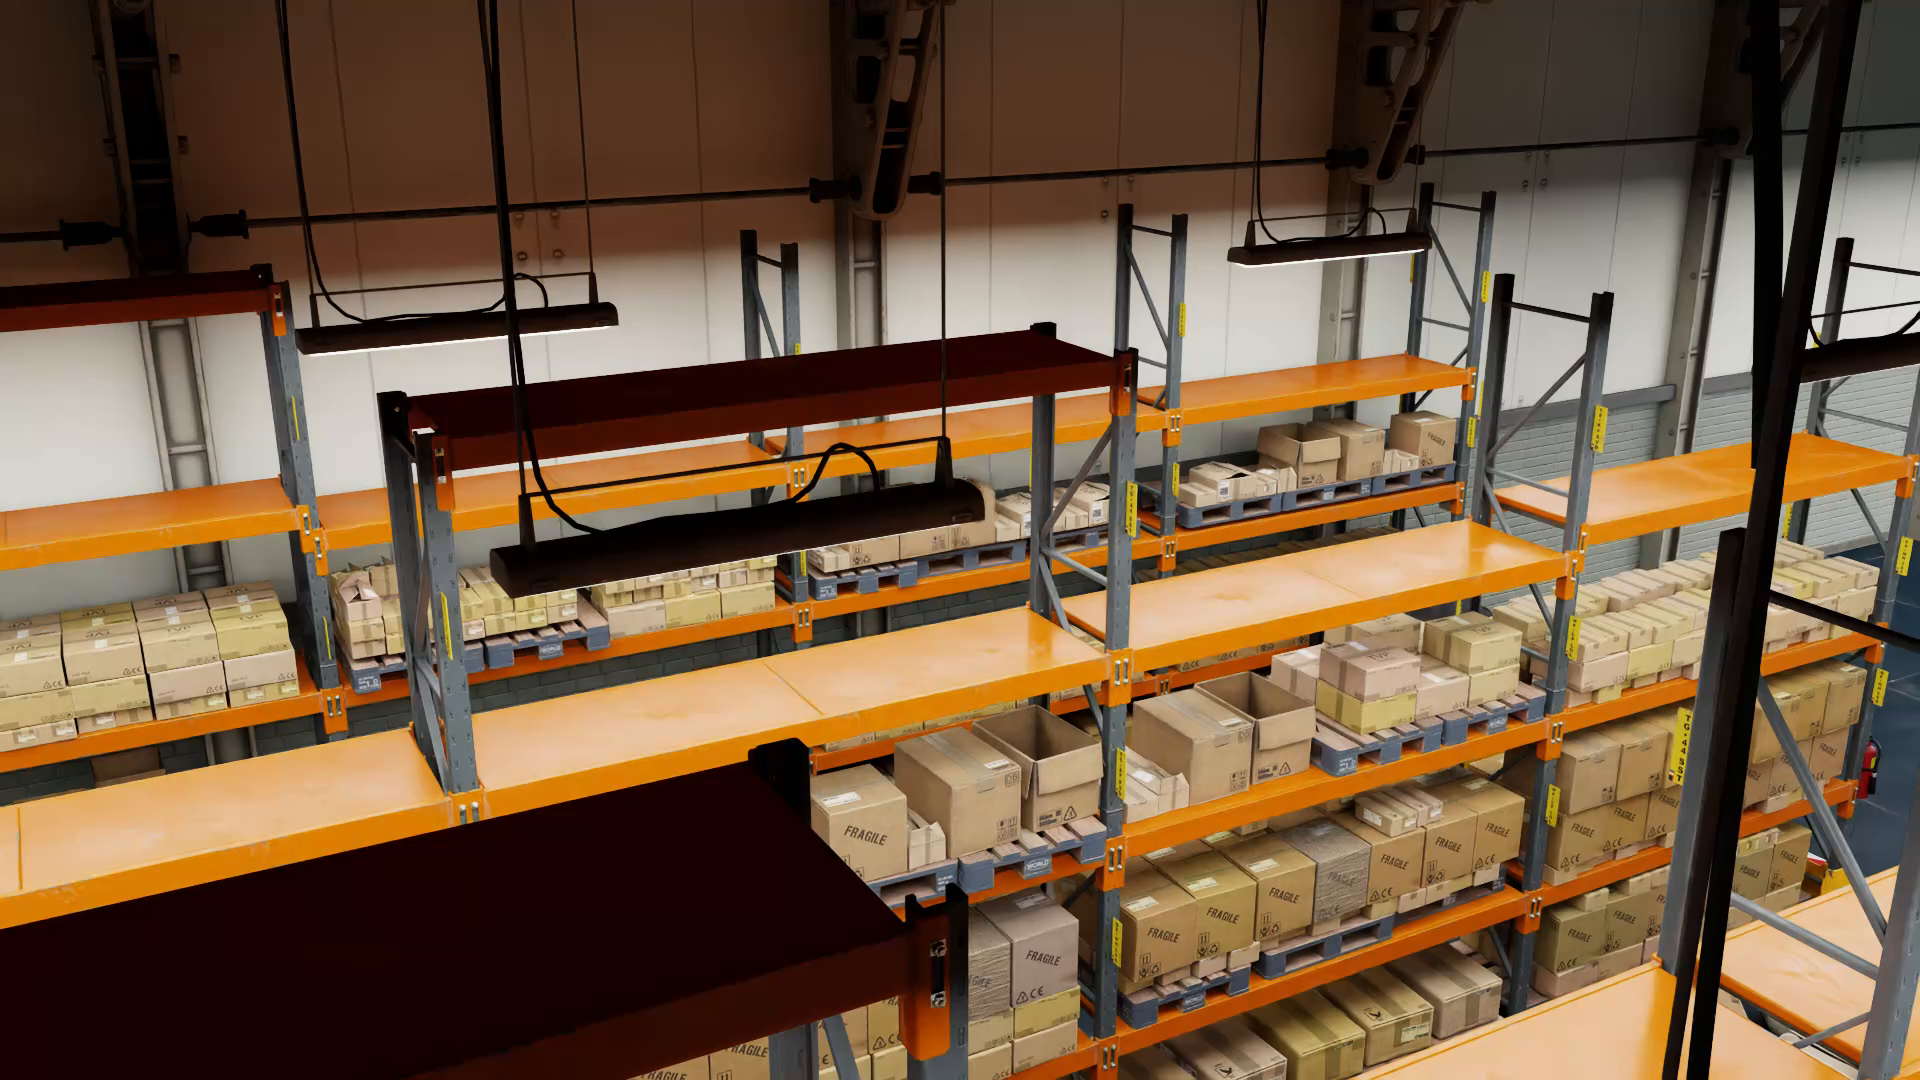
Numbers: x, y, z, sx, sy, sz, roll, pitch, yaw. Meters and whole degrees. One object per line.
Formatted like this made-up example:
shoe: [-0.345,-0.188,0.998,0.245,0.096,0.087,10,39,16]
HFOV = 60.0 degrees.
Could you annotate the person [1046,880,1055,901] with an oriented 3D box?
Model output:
person: [0.733,2.996,13.708,0.463,1.671,0.481,-9,20,-25]
